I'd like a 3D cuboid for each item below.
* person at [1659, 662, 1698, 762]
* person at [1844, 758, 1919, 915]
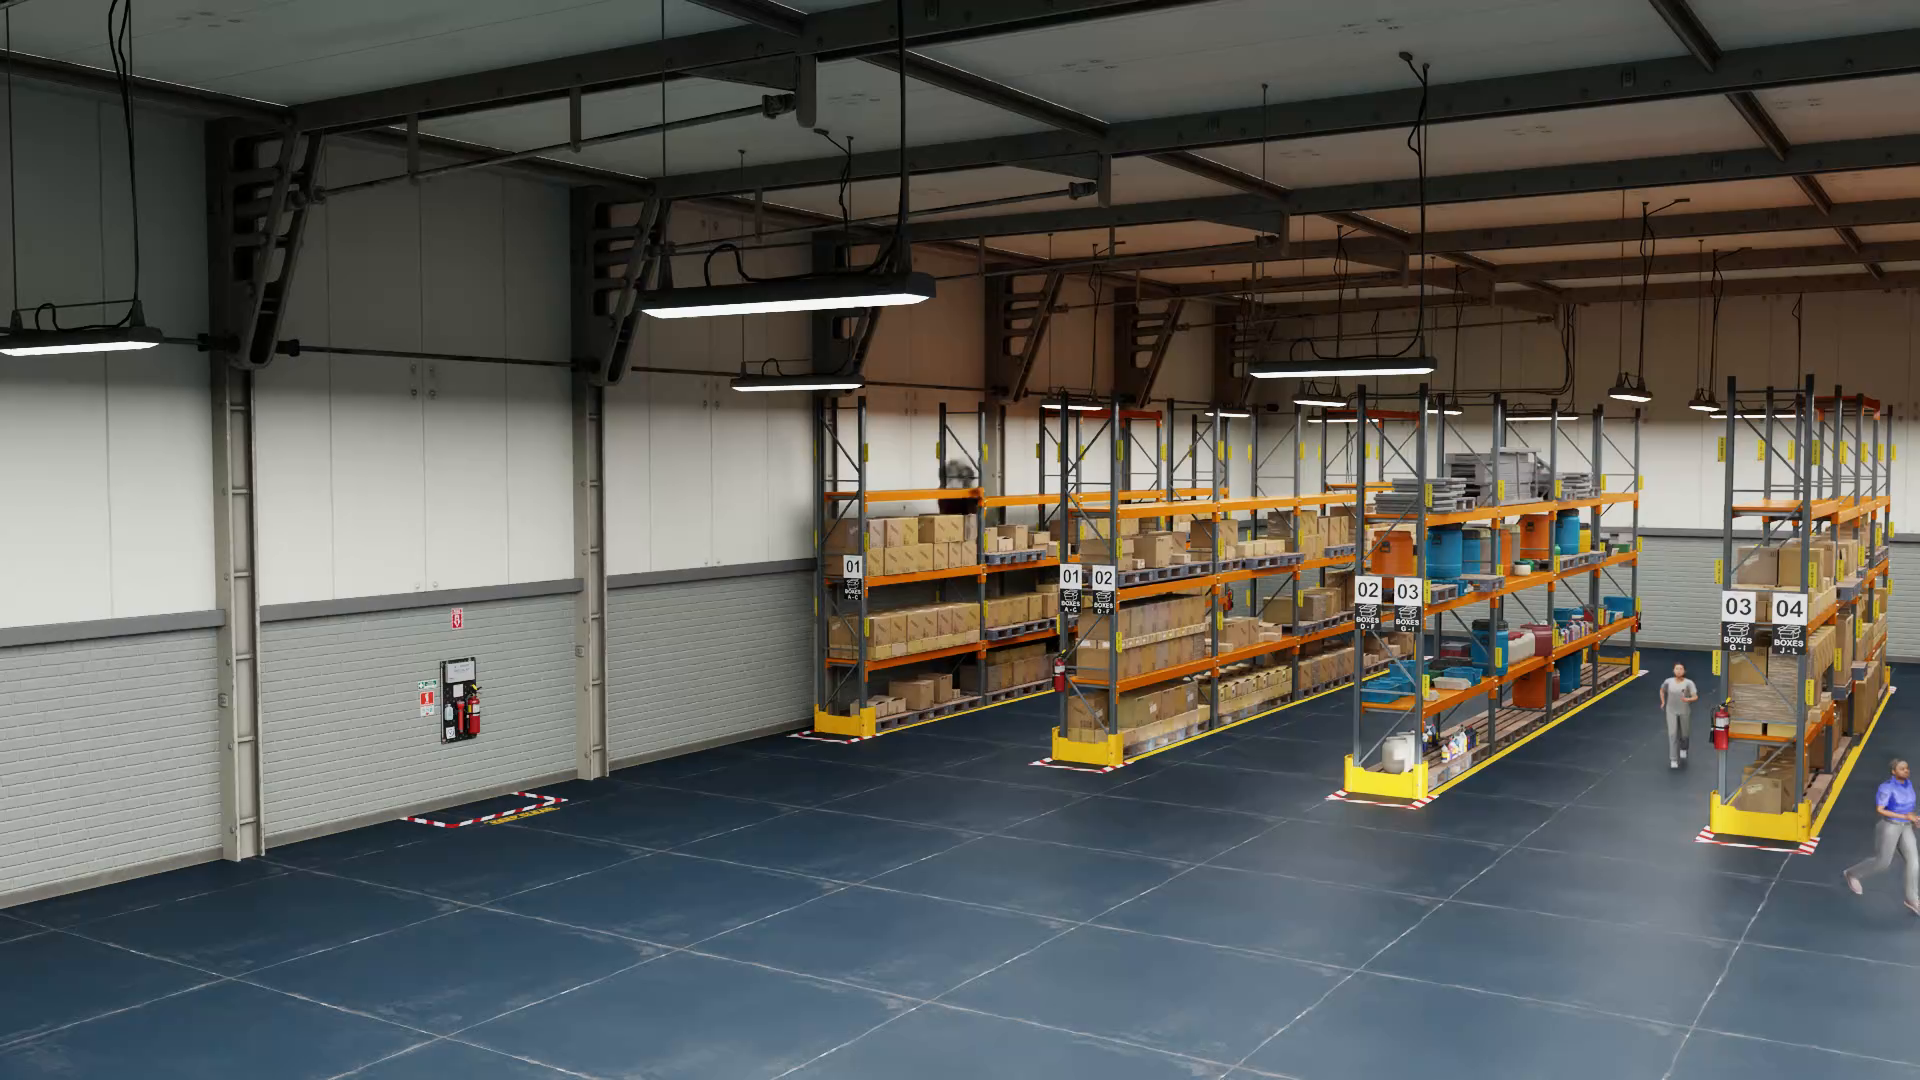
[{"bbox_3d":[11.435,2.740,26.490,0.574,1.584,0.536,1,3,26],"label":"person"},{"bbox_3d":[10.262,3.224,18.316,0.588,1.659,0.931,-1,3,-18],"label":"person"}]
